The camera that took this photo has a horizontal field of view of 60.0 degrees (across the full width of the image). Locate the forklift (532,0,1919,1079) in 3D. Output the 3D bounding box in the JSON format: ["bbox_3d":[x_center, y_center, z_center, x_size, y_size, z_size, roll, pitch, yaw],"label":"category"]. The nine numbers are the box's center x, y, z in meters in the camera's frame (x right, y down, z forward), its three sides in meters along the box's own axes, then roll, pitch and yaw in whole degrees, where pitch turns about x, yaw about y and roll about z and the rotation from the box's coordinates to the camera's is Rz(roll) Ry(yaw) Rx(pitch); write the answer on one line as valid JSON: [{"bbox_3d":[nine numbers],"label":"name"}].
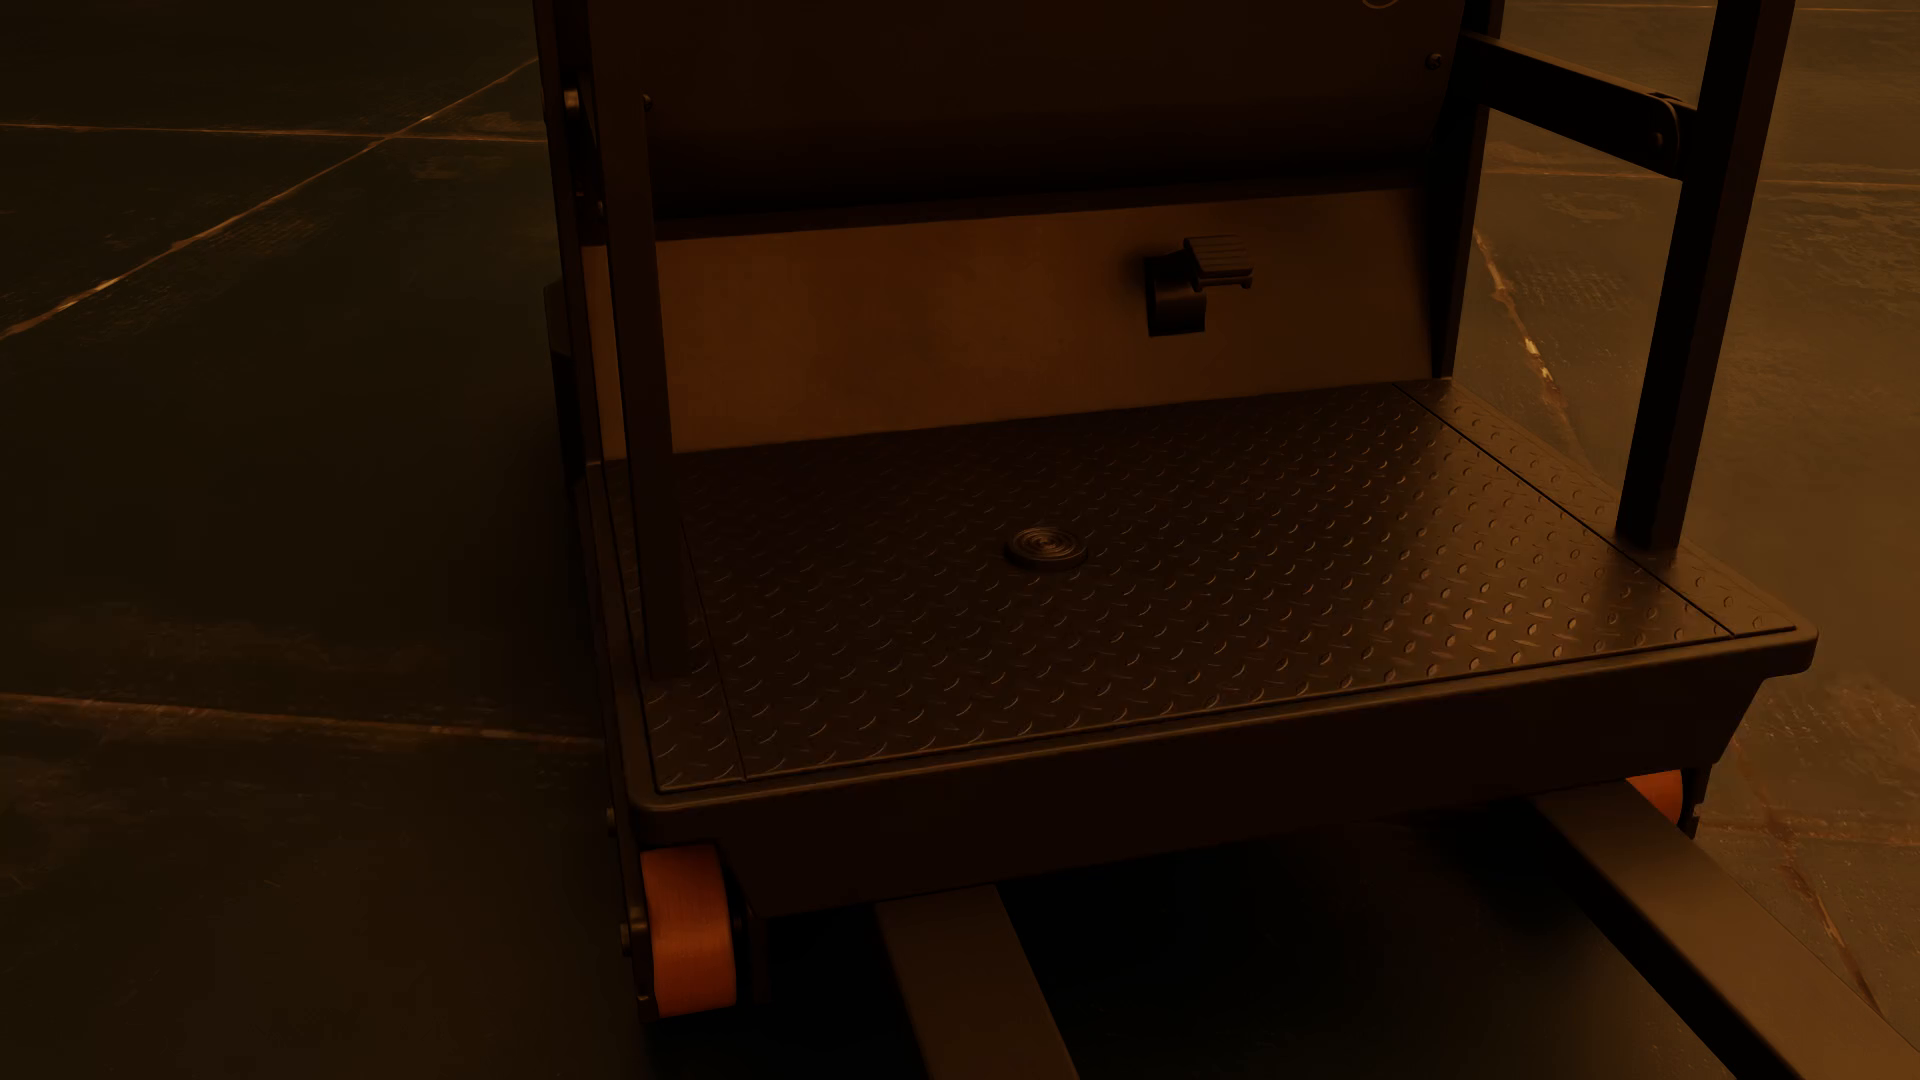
[{"bbox_3d":[0.153,-1.049,1.319,1.130,2.935,3.031,-7,27,-13],"label":"forklift"}]
